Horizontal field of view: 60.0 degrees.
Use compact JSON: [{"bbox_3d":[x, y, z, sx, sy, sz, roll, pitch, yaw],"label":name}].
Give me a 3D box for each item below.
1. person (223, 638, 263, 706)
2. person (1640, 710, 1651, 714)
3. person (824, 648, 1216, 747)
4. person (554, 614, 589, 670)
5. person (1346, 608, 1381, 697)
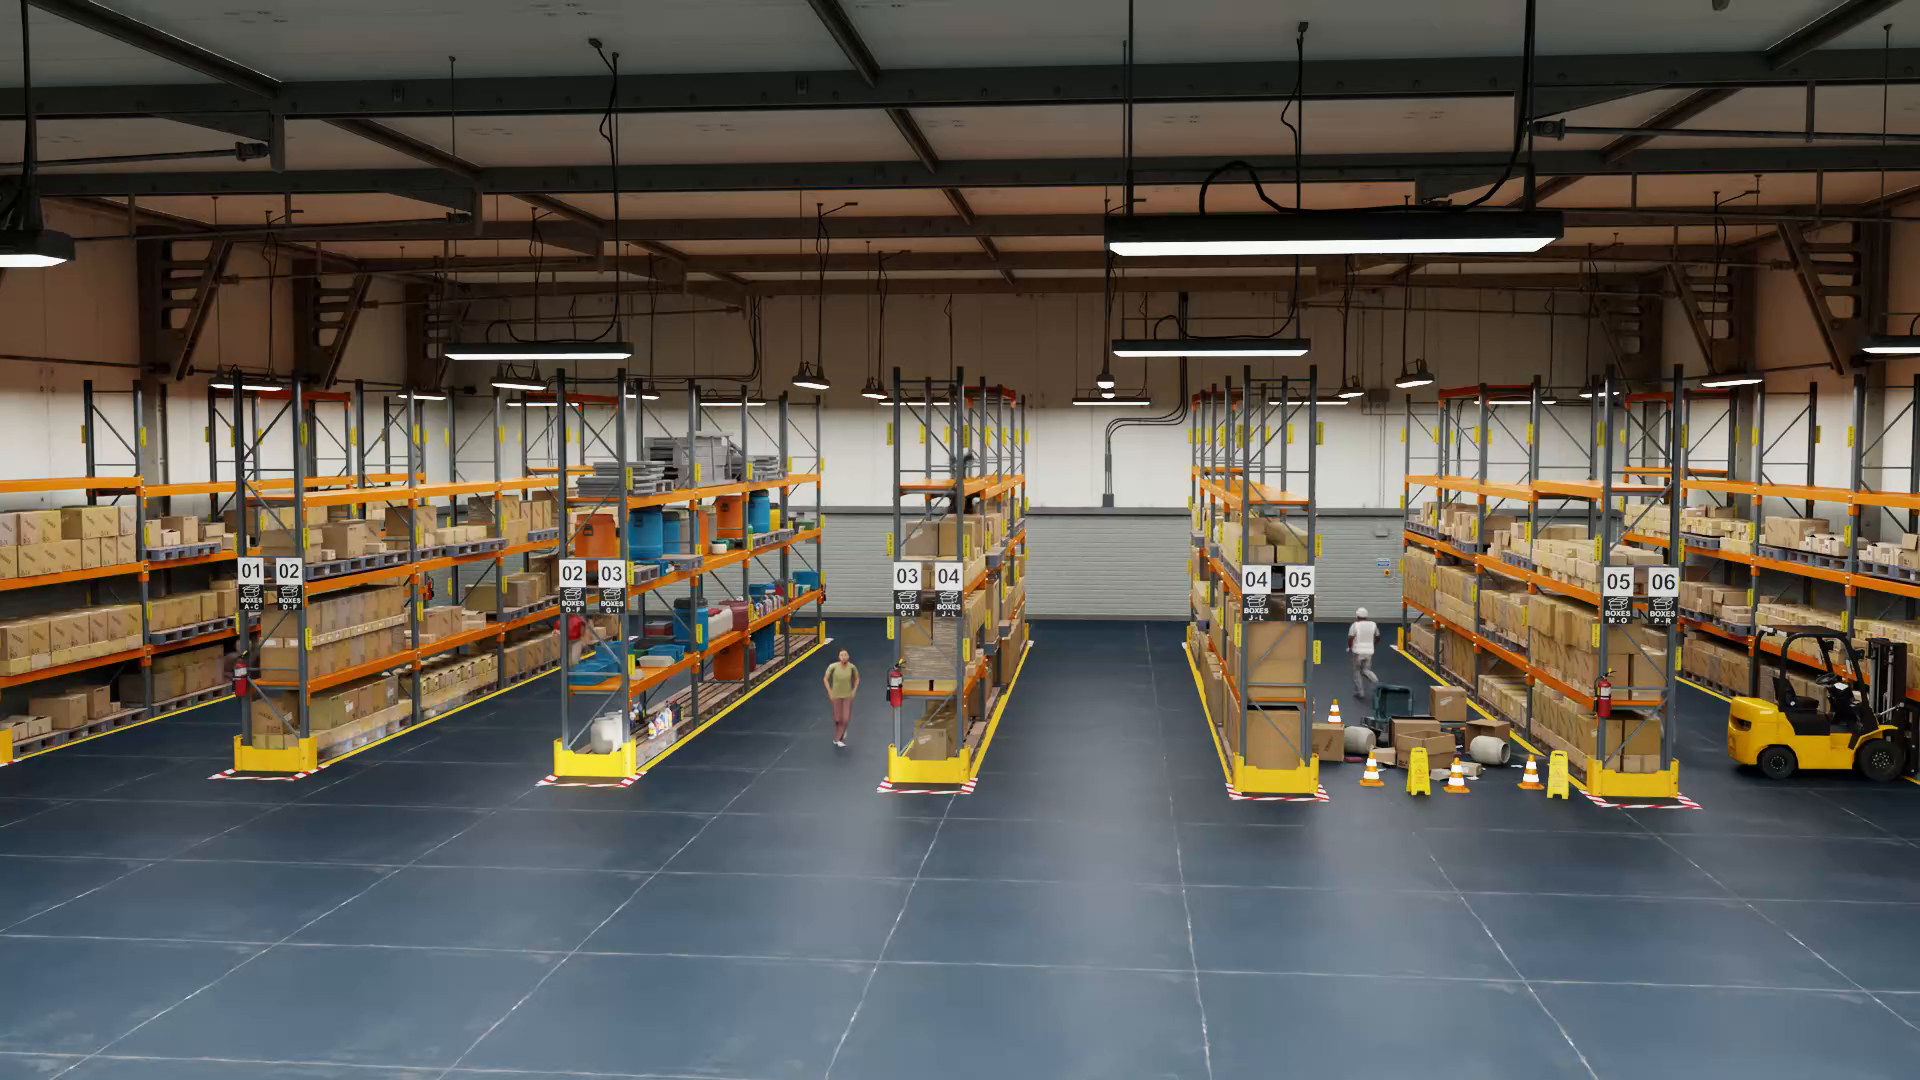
[{"bbox_3d":[-11.671,2.445,27.245,0.626,1.726,1.012,0,4,1],"label":"person"},{"bbox_3d":[11.522,2.512,28.403,0.632,1.479,0.891,-1,4,-16],"label":"person"},{"bbox_3d":[1.305,2.385,29.321,7.703,1.608,4.141,-1,4,-9],"label":"person"},{"bbox_3d":[-7.679,2.116,32.798,0.611,1.790,0.841,0,4,2],"label":"person"},{"bbox_3d":[7.740,2.162,31.833,0.666,1.723,0.711,-1,4,-10],"label":"person"}]
